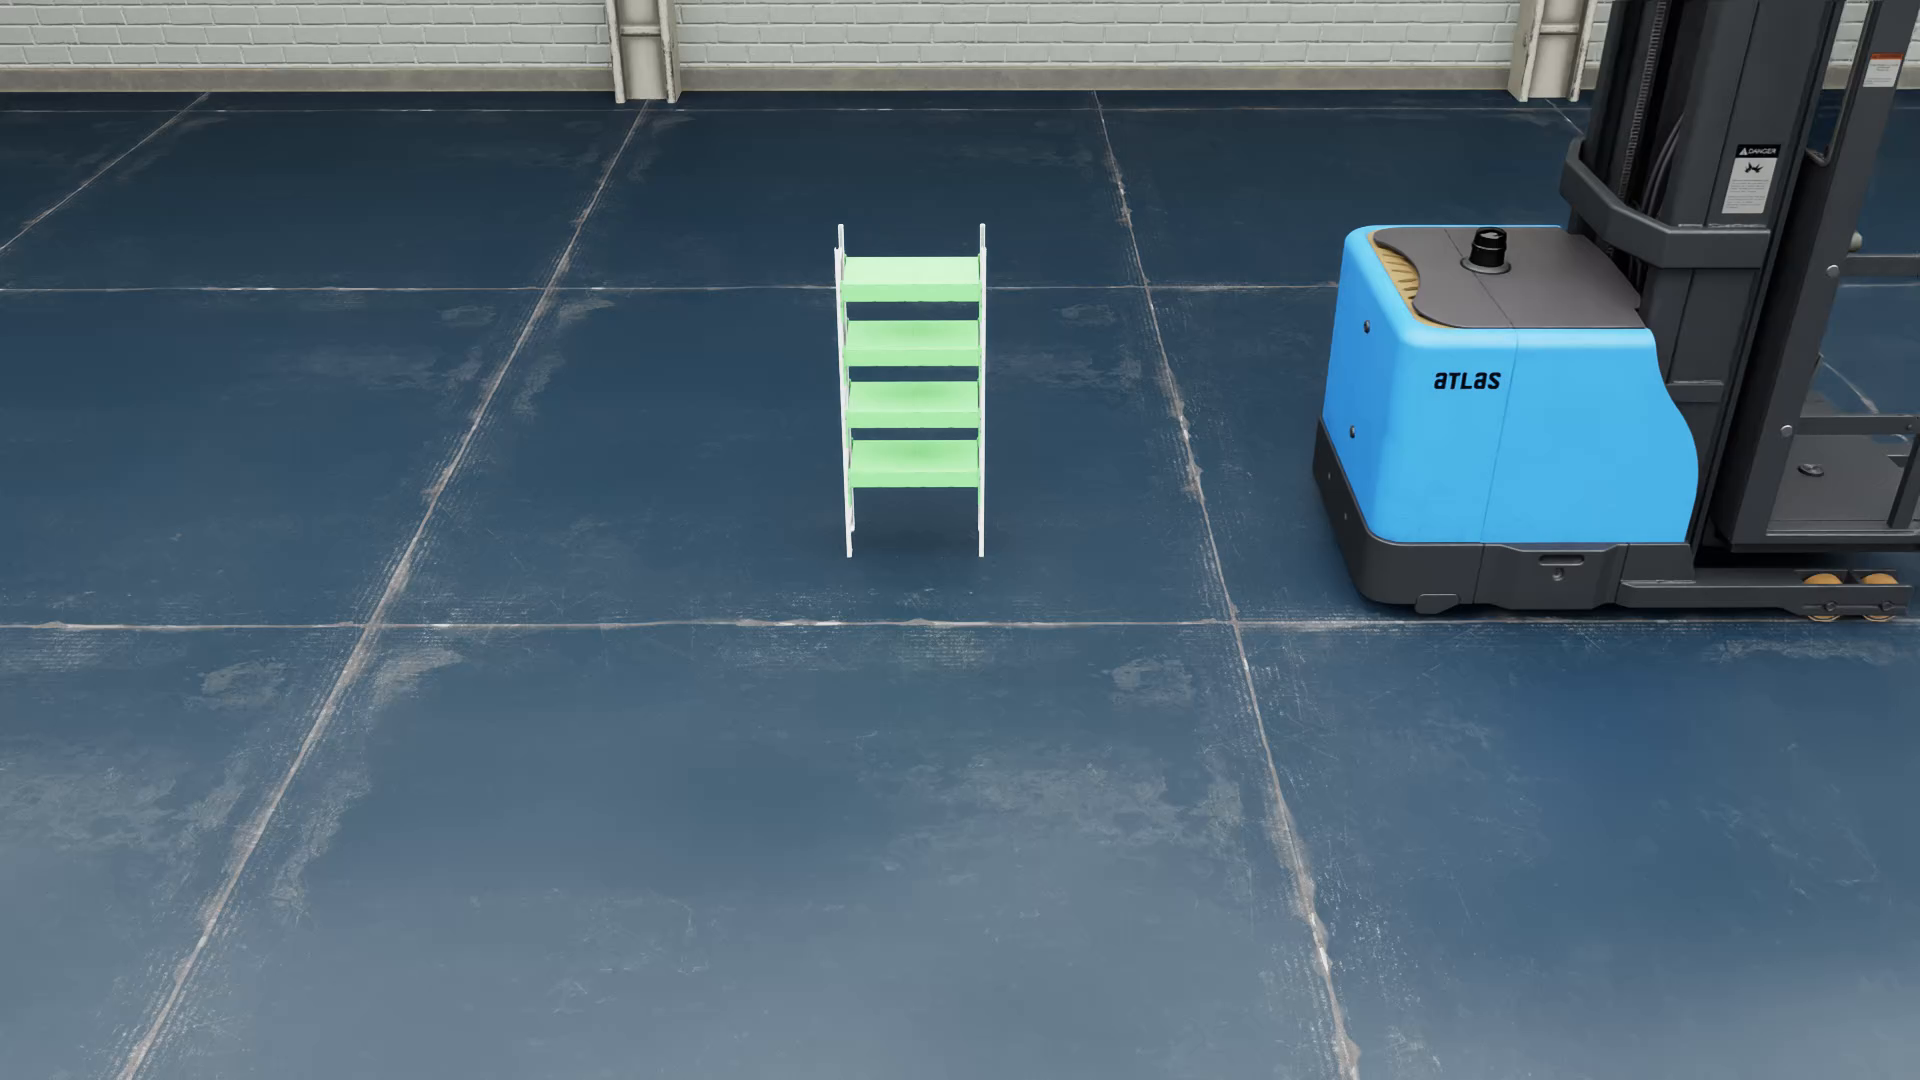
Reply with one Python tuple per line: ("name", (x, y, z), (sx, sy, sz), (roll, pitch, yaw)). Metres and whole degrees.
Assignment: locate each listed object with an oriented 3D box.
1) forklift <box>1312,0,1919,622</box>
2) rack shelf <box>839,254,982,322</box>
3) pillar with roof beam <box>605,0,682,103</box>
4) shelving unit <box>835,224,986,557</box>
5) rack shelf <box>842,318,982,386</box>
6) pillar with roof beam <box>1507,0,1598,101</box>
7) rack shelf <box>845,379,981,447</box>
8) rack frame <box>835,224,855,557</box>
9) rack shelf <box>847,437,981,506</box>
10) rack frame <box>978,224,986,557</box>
("forklift", (2.905, -1.245, 5.476), (3.031, 2.935, 1.130), (0, 31, 0))
("rack shelf", (-0.166, -0.868, 5.722), (0.480, 0.148, 0.258), (0, 31, 0))
("pillar with roof beam", (-2.059, -4.593, 5.146), (0.400, 9.000, 9.100), (0, 31, 0))
("shelving unit", (-0.166, -0.512, 5.938), (0.503, 1.200, 0.258), (0, 31, 0))
("rack shelf", (-0.166, -0.663, 5.847), (0.480, 0.148, 0.258), (0, 31, 0))
("pillar with roof beam", (3.941, -4.612, 5.176), (0.400, 9.000, 9.100), (0, 31, 0))
("rack shelf", (-0.166, -0.458, 5.971), (0.480, 0.148, 0.258), (0, 31, 0))
("rack frame", (-0.410, -0.512, 5.937), (0.015, 1.200, 0.240), (0, 31, 0))
("rack shelf", (-0.166, -0.253, 6.096), (0.480, 0.148, 0.258), (0, 31, 0))
("rack frame", (0.078, -0.513, 5.939), (0.015, 1.200, 0.240), (0, 31, 0))
